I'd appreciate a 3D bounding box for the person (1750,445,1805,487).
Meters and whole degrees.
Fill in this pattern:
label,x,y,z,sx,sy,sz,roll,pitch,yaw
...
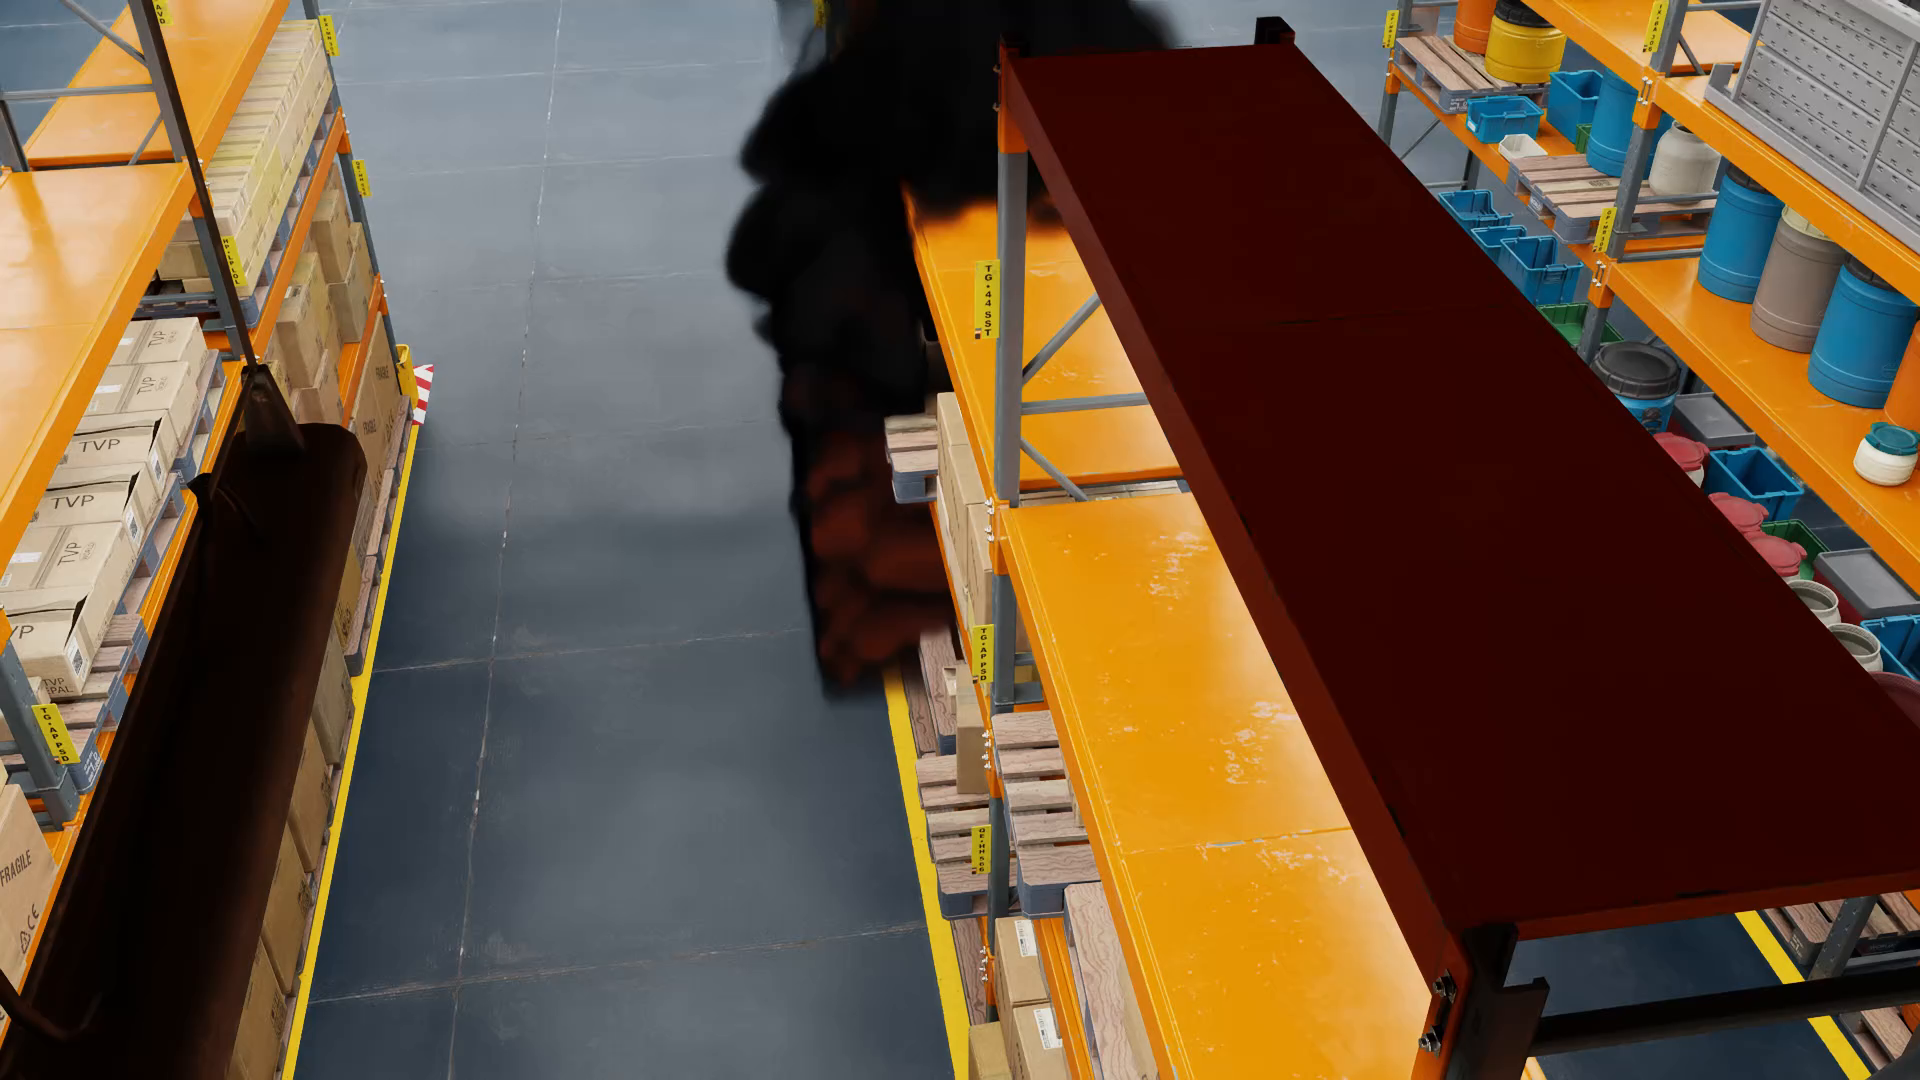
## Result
label,x,y,z,sx,sy,sz,roll,pitch,yaw
person,6.735,-1.207,13.197,0.588,1.695,0.770,-11,38,-14
